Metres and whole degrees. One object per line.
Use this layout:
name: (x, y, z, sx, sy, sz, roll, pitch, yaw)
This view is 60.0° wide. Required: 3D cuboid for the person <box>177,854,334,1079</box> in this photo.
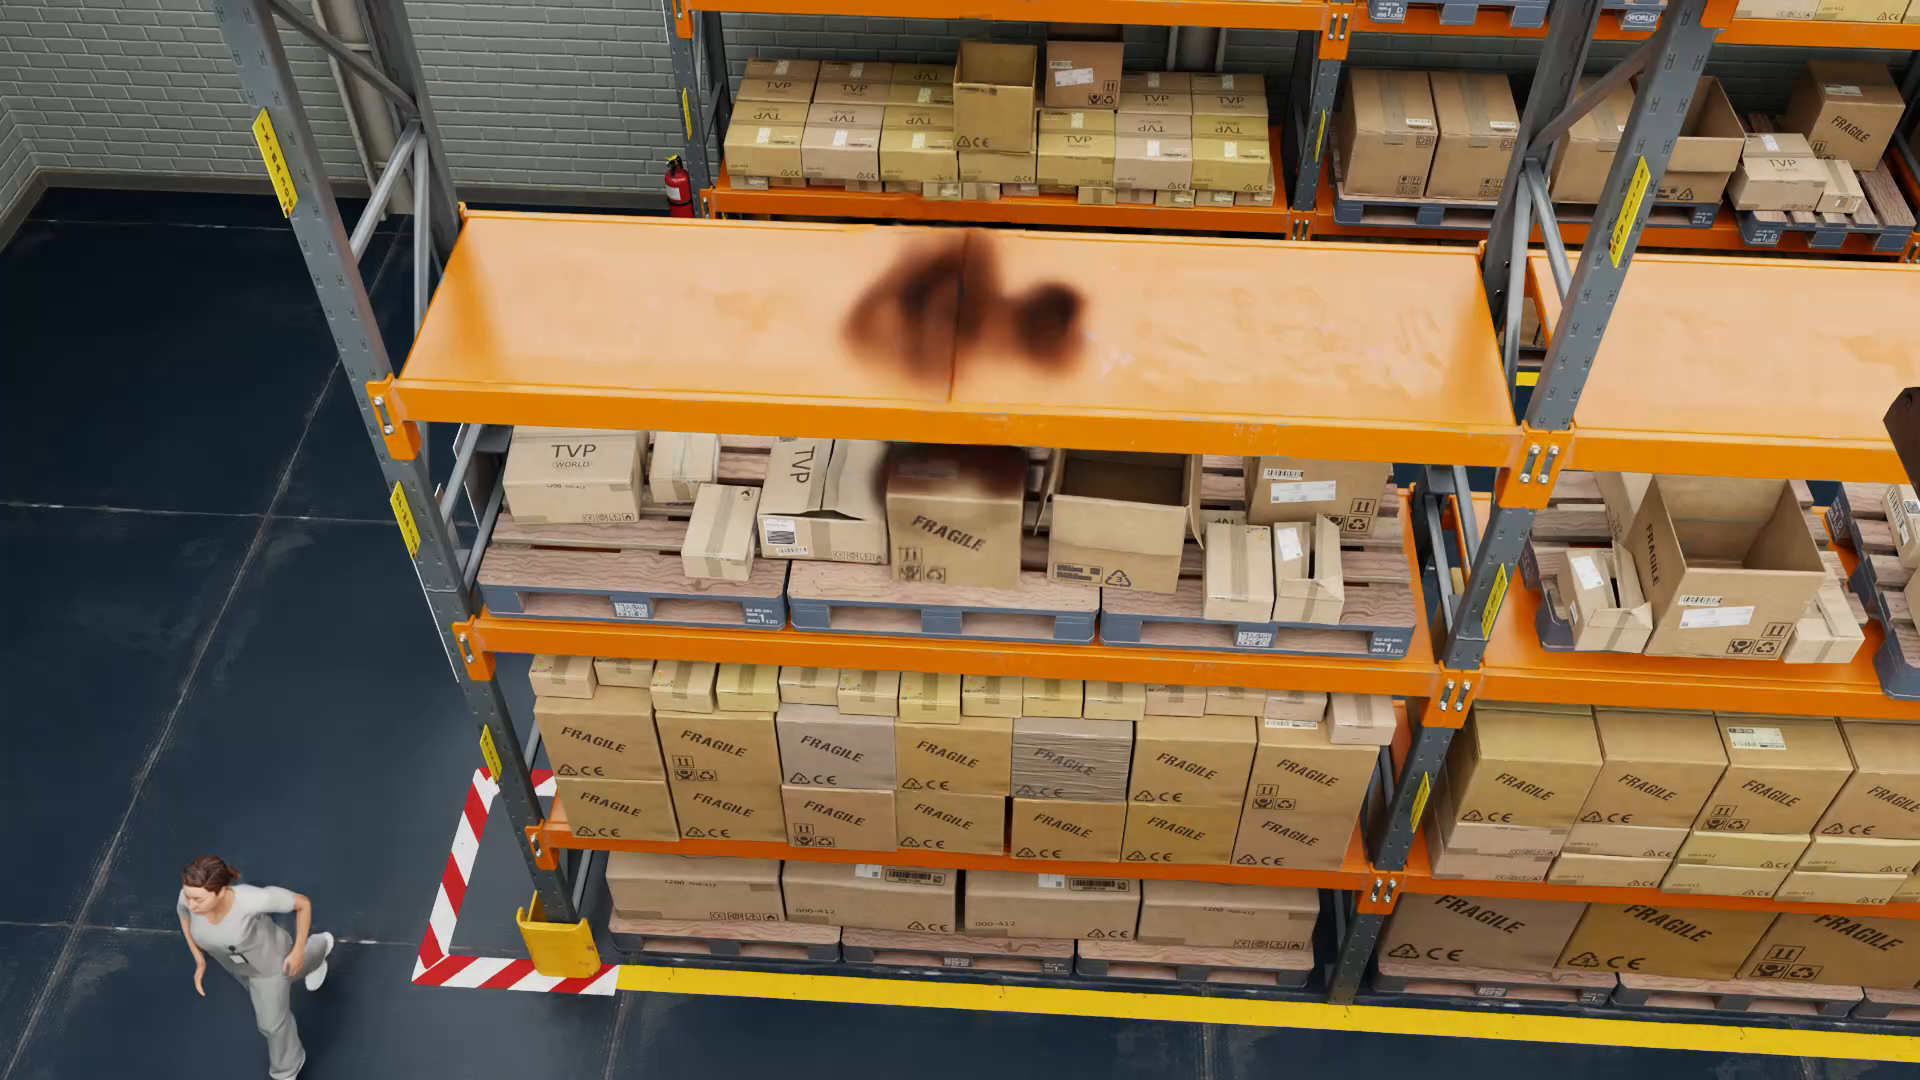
person: (-3.294, 1.952, 7.851, 0.586, 1.686, 0.839, 10, 49, 9)
